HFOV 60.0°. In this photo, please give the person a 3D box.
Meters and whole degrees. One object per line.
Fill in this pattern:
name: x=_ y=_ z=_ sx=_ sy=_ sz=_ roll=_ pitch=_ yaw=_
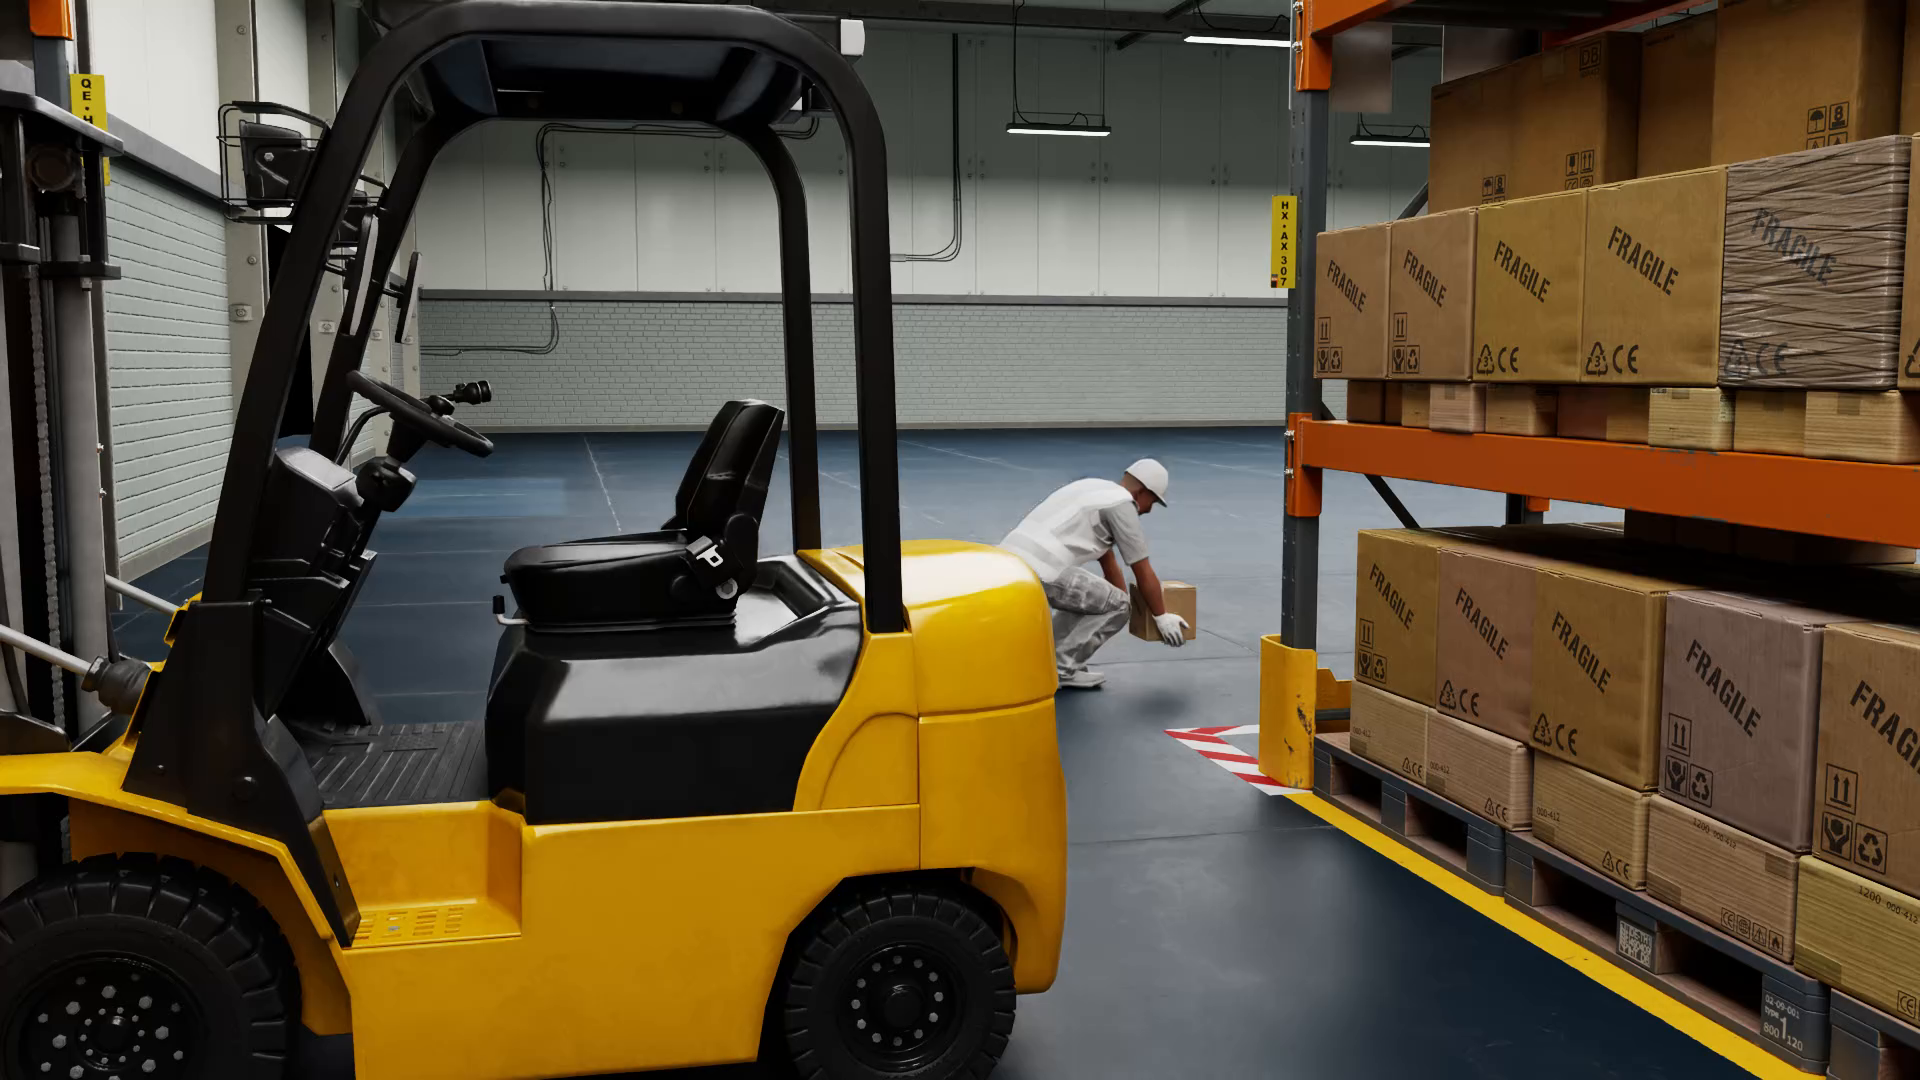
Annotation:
person: x=0.595 y=0.148 z=7.898 sx=0.902 sy=1.053 sz=0.582 roll=-1 pitch=6 yaw=-13
